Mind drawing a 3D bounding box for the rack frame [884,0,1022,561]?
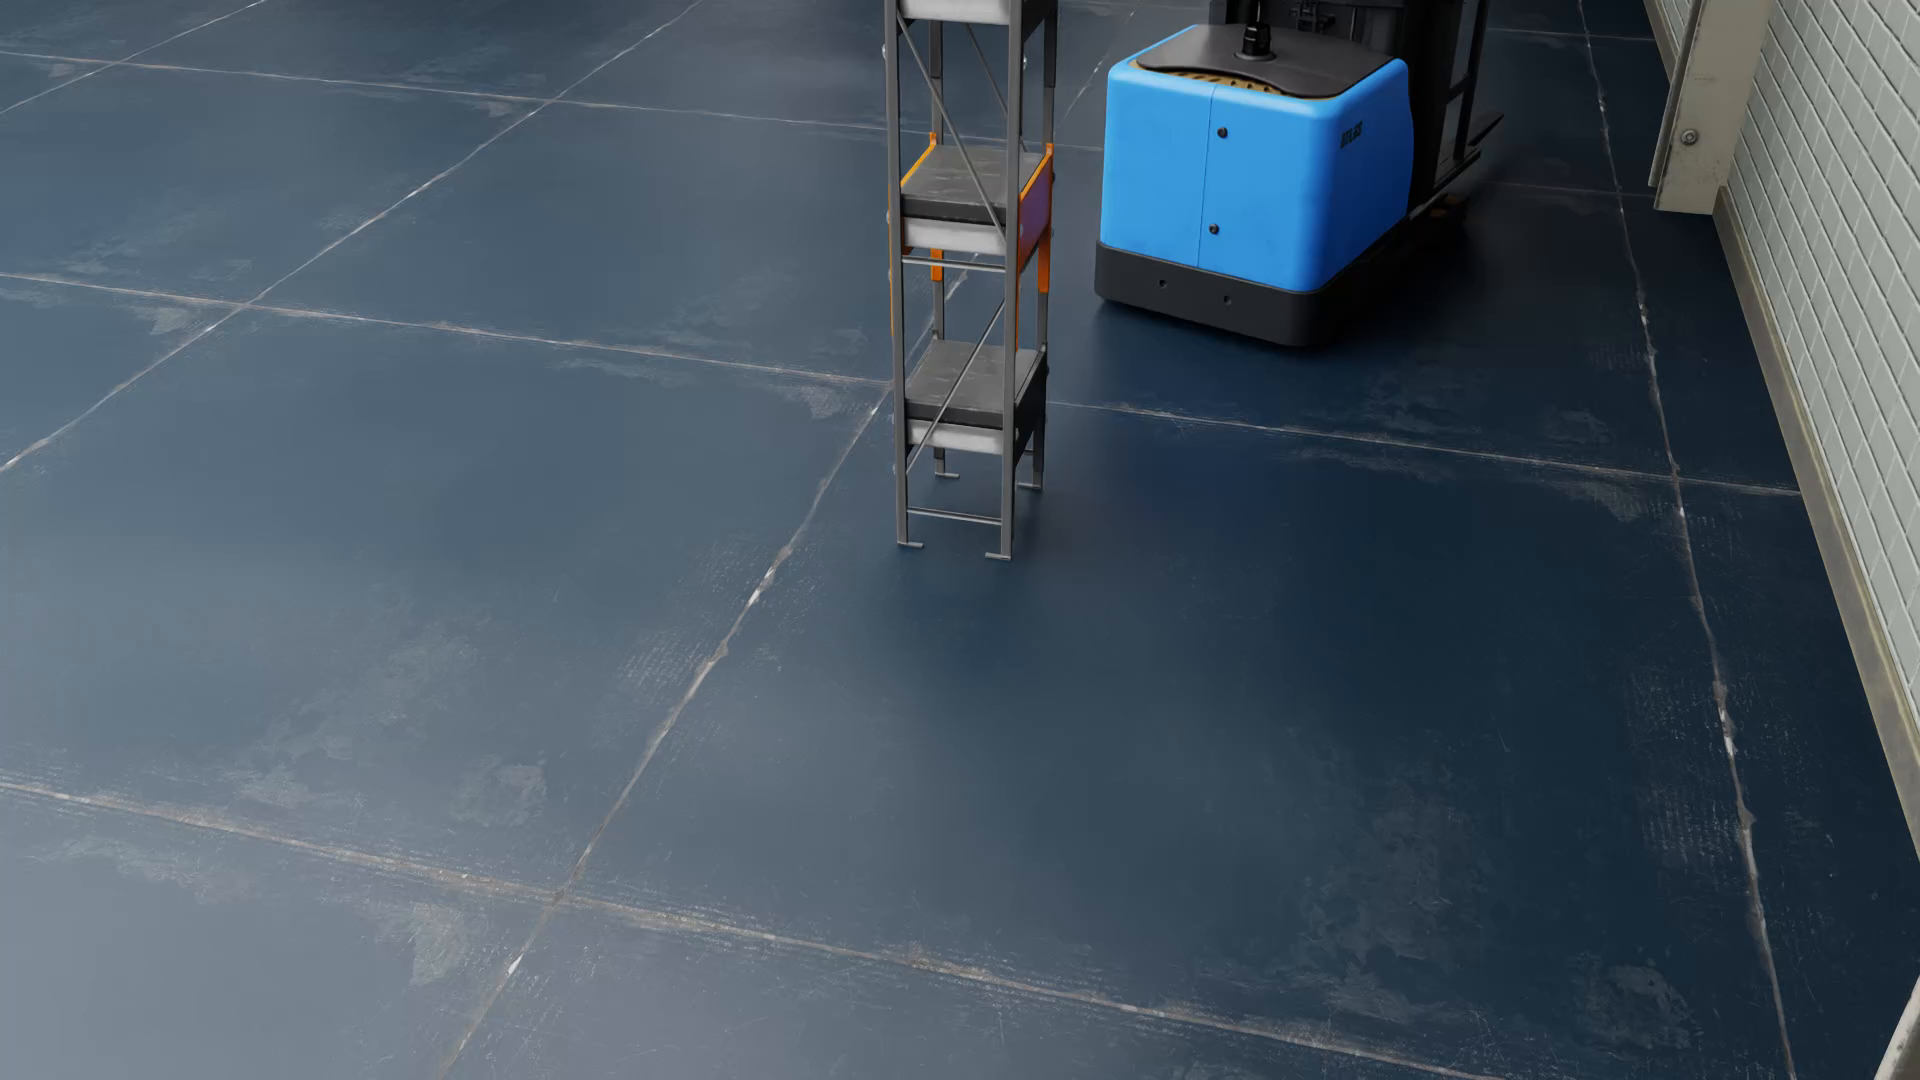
[{"bbox_3d":[-0.020,-0.845,5.123,0.400,2.100,0.015,8,33,12],"label":"rack frame"}]

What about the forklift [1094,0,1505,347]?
[{"bbox_3d":[1.824,-2.785,7.399,1.130,2.935,3.031,19,37,28],"label":"forklift"}]

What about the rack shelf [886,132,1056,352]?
[{"bbox_3d":[0.042,-0.960,5.329,0.431,0.518,0.480,8,33,12],"label":"rack shelf"}]

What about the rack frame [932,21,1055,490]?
[{"bbox_3d":[0.104,-1.099,5.521,0.400,2.100,0.015,8,33,12],"label":"rack frame"}]

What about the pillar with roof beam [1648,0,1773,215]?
[{"bbox_3d":[-0.471,-6.127,7.000,9.100,9.000,0.400,8,33,12],"label":"pillar with roof beam"}]

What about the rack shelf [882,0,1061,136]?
[{"bbox_3d":[0.042,-1.551,4.954,0.431,0.518,0.480,8,33,12],"label":"rack shelf"}]

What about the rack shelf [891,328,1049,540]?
[{"bbox_3d":[0.042,-0.370,5.705,0.431,0.518,0.480,8,33,12],"label":"rack shelf"}]

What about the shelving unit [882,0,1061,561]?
[{"bbox_3d":[0.042,-0.972,5.322,0.431,2.100,0.503,8,33,12],"label":"shelving unit"}]
